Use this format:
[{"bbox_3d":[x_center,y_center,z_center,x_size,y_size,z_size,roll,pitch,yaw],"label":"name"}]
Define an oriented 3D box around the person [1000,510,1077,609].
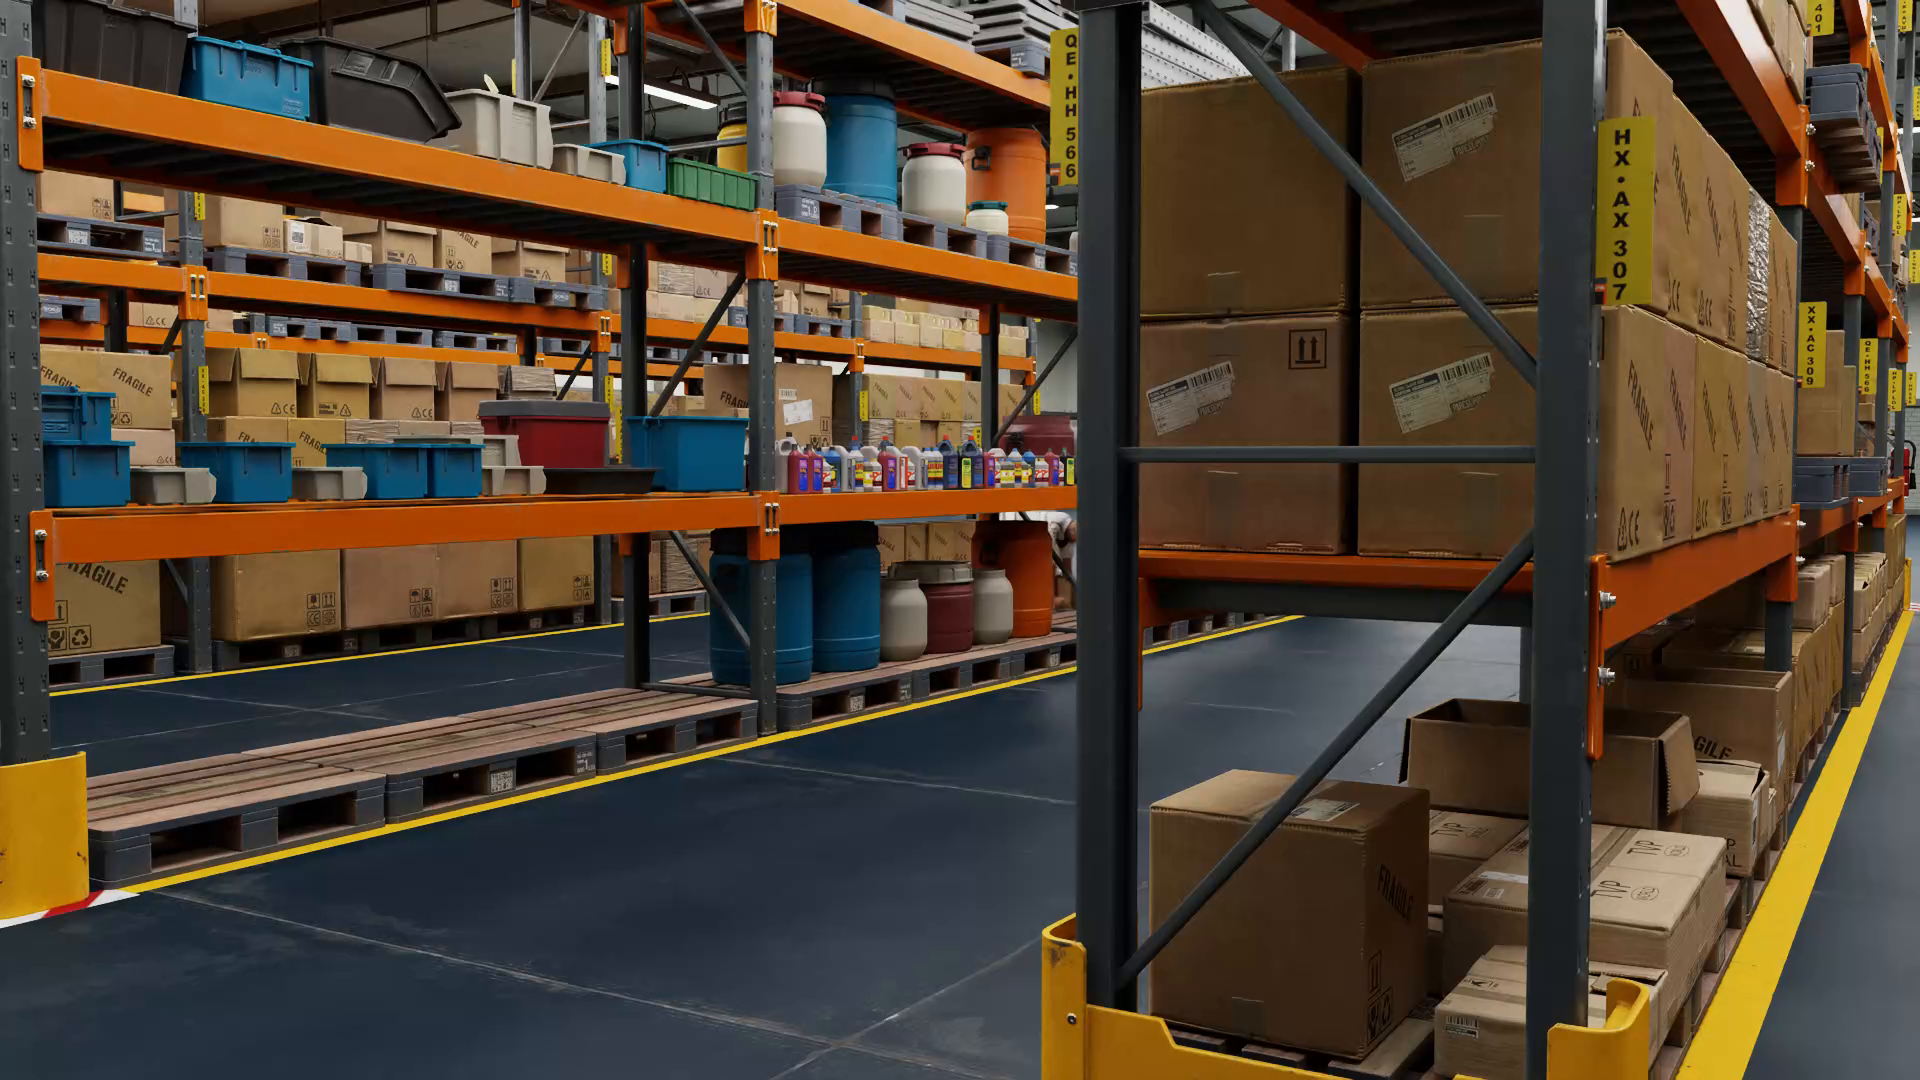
[{"bbox_3d":[0.727,0.250,14.487,1.045,1.091,0.507,2,3,29],"label":"person"}]
